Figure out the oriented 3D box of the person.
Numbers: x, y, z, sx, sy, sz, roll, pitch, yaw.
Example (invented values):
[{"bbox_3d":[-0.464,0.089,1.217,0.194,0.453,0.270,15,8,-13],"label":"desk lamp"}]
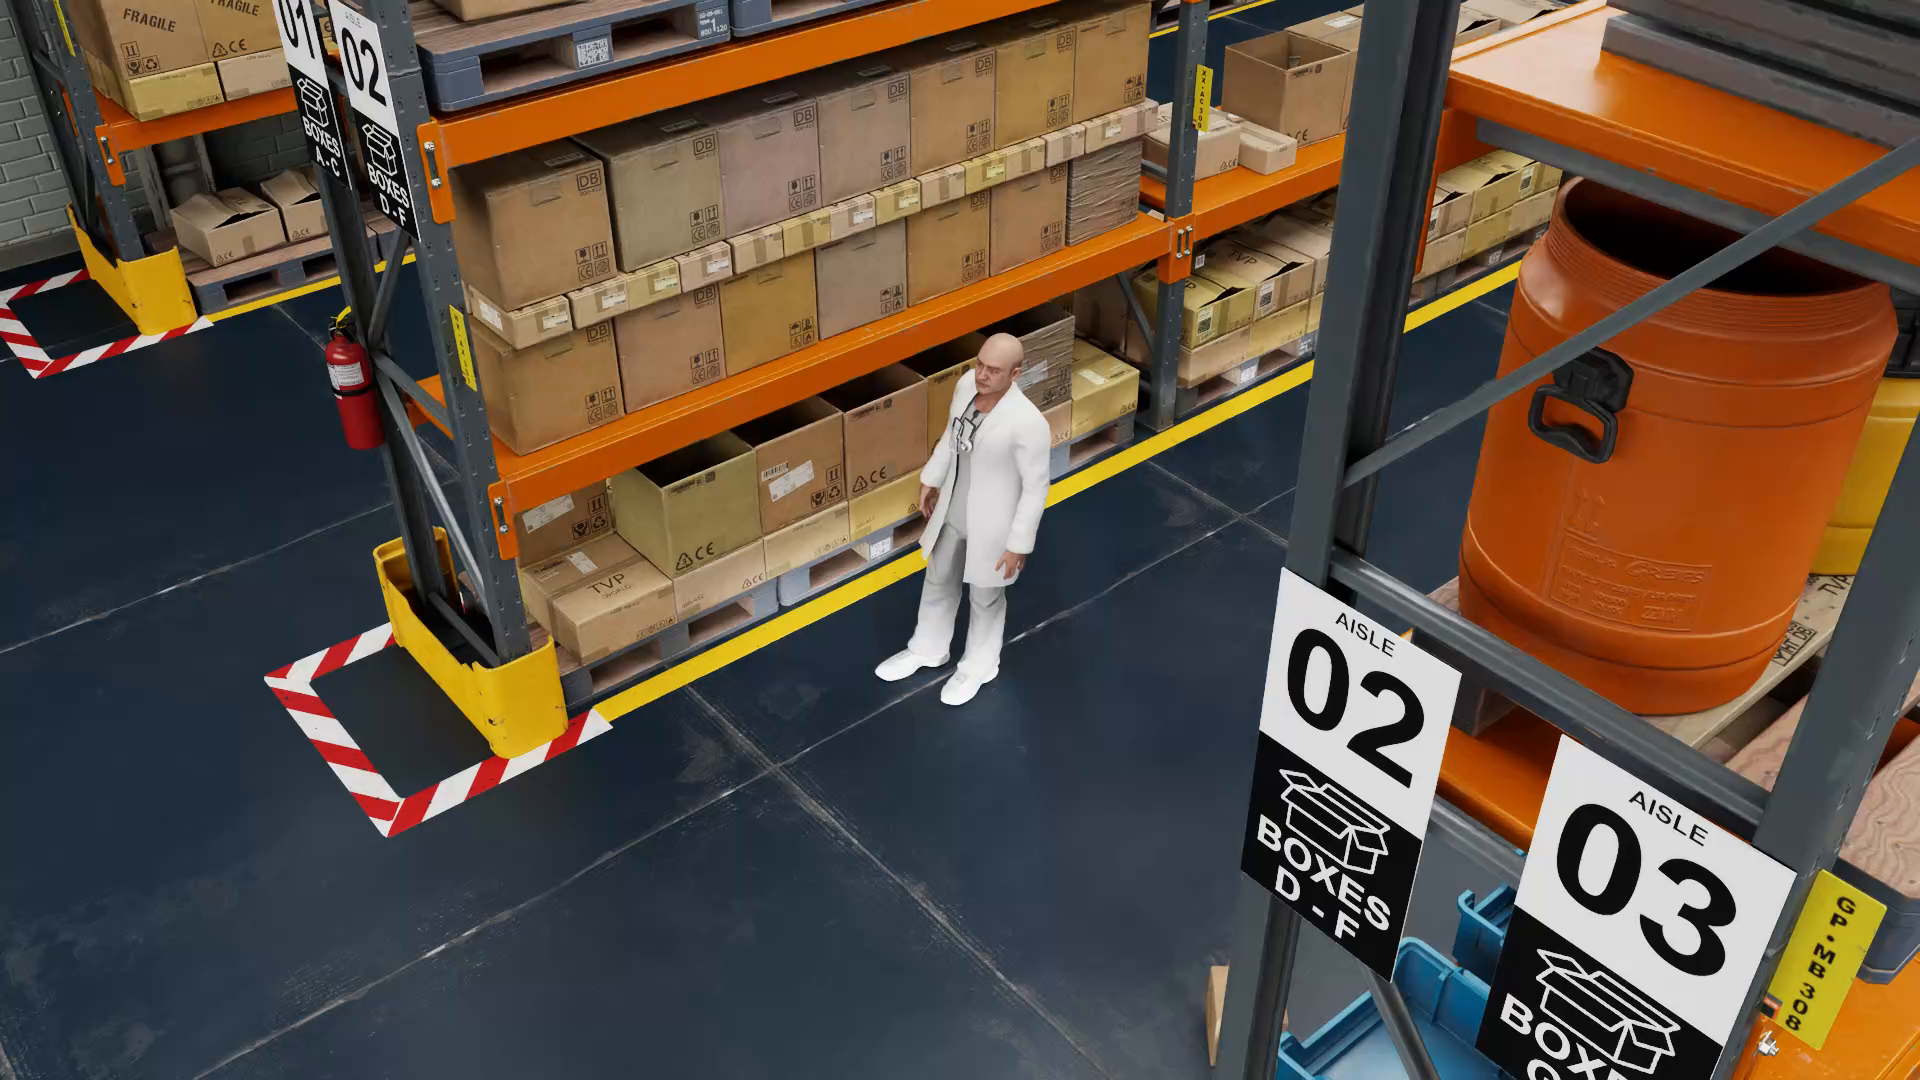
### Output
[{"bbox_3d":[0.016,-0.058,7.158,0.580,1.777,0.698,-26,43,-32],"label":"person"}]
